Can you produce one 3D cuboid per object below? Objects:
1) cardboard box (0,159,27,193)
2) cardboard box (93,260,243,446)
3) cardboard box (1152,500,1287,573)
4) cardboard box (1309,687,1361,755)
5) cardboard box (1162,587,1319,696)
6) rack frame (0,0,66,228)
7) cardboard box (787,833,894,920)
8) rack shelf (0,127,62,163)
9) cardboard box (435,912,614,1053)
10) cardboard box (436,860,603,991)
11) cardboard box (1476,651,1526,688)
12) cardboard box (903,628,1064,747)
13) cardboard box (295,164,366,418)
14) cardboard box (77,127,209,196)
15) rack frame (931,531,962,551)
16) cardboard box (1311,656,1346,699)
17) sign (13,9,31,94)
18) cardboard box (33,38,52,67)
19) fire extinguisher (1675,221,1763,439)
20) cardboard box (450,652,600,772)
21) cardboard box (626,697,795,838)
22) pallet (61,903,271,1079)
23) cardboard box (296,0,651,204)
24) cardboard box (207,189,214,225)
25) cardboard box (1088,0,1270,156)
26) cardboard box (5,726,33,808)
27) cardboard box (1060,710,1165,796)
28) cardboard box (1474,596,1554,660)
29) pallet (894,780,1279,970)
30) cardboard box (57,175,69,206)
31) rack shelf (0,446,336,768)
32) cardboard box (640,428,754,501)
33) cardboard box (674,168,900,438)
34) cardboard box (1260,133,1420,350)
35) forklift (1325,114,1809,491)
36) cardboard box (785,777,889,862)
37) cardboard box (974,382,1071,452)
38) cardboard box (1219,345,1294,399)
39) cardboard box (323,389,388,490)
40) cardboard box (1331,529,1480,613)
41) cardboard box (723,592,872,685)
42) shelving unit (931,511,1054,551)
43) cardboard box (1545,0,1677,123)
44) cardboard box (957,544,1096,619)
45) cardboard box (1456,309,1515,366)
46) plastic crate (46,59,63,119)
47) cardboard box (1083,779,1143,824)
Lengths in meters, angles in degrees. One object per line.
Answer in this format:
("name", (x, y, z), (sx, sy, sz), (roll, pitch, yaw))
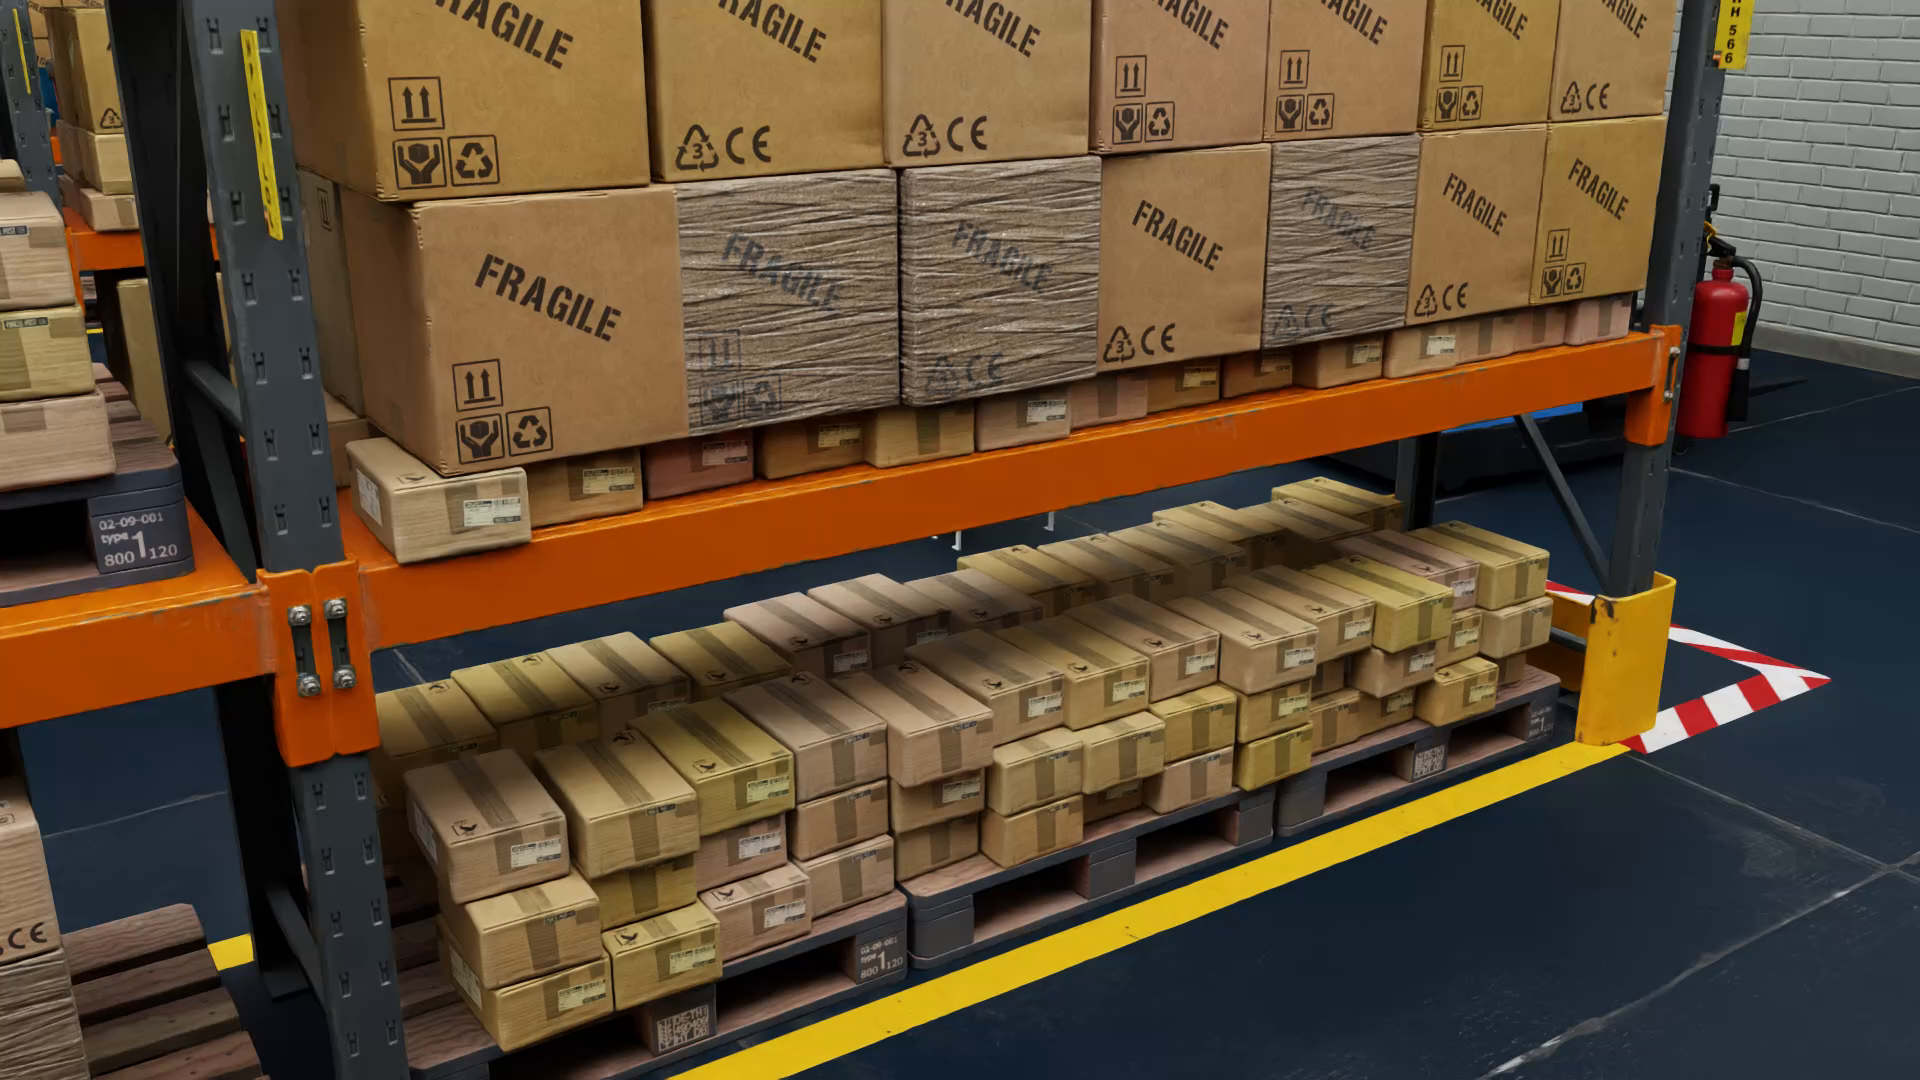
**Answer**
("cardboard box", (-2.016, -0.666, 3.339), (0.250, 0.149, 0.380), (-11, 21, -29))
("cardboard box", (-3.482, -0.883, 7.834), (0.875, 0.875, 0.875), (-12, 22, -31))
("cardboard box", (0.838, 0.007, 5.408), (0.250, 0.149, 0.380), (-12, 22, -32))
("cardboard box", (0.956, 0.488, 4.915), (0.250, 0.149, 0.380), (-12, 22, -31))
("cardboard box", (0.772, 0.275, 4.615), (0.250, 0.149, 0.380), (-11, 22, -29))
("rack frame", (-4.077, -1.595, 7.280), (0.127, 3.000, 1.000), (-12, 22, -31))
("cardboard box", (-0.367, 0.760, 4.109), (0.250, 0.149, 0.380), (-12, 22, -33))
("rack shelf", (-5.131, -2.932, 12.356), (4.000, 0.370, 1.077), (-12, 22, -31))
("cardboard box", (-0.953, 0.923, 3.628), (0.250, 0.149, 0.380), (-13, 23, -34))
("cardboard box", (-0.955, 0.782, 3.580), (0.250, 0.149, 0.380), (-11, 21, -29))
("cardboard box", (1.582, 0.345, 5.337), (0.250, 0.149, 0.380), (-11, 22, -30))
("cardboard box", (0.060, 0.378, 4.309), (0.250, 0.149, 0.380), (-13, 23, -34))
("cardboard box", (-1.185, -0.600, 3.715), (0.500, 0.500, 0.500), (-12, 22, -31))
("cardboard box", (-3.541, -1.678, 7.294), (0.500, 0.250, 0.500), (-12, 22, -32))
("rack frame", (-0.066, -0.555, 7.012), (0.015, 1.200, 0.240), (-12, 22, -31))
("cardboard box", (0.909, 0.336, 4.897), (0.250, 0.149, 0.380), (-12, 22, -32))
("sign", (-3.770, -1.963, 6.683), (0.005, 0.325, 0.100), (-12, 22, -31))
("cardboard box", (-8.521, -4.401, 15.423), (0.500, 0.500, 0.500), (-11, 22, -30))
("fire extinguisher", (2.371, -0.663, 5.225), (0.183, 0.674, 0.296), (-12, 22, -31))
("cardboard box", (-1.088, 0.431, 4.153), (0.250, 0.149, 0.380), (-12, 22, -31))
("cardboard box", (-0.585, 0.523, 3.880), (0.250, 0.149, 0.380), (-12, 22, -32))
("pallet", (-2.083, 1.208, 3.343), (1.213, 0.211, 1.003), (-12, 22, -31))
("cardboard box", (-0.923, -0.927, 3.122), (0.500, 0.500, 0.500), (-11, 22, -30))
("cardboard box", (-3.428, -1.486, 7.348), (0.250, 0.149, 0.380), (-13, 22, -33))
("cardboard box", (0.369, -1.193, 3.908), (0.500, 0.500, 0.500), (-13, 23, -33))
("cardboard box", (-2.196, 0.439, 3.340), (0.500, 0.250, 0.500), (-13, 23, -34))
("cardboard box", (0.326, 0.507, 4.392), (0.250, 0.149, 0.380), (-12, 22, -31))
("cardboard box", (1.623, 0.225, 5.228), (0.250, 0.149, 0.380), (-13, 22, -33))
("pallet", (0.128, 0.726, 4.767), (1.213, 0.211, 1.003), (-12, 22, -31))
("cardboard box", (-8.576, -3.489, 16.392), (0.500, 0.311, 0.500), (-12, 22, -31))
("rack shelf", (-3.104, 0.442, 2.376), (4.000, 0.370, 1.077), (-12, 22, -31))
("cardboard box", (-0.648, -0.221, 3.606), (0.250, 0.149, 0.380), (-13, 23, -34))
("cardboard box", (-0.472, -0.548, 3.562), (0.500, 0.500, 0.500), (-12, 22, -31))
("cardboard box", (0.822, -0.814, 4.350), (0.500, 0.500, 0.500), (-12, 22, -31))
("forklift", (3.203, -1.936, 8.394), (3.031, 2.935, 1.130), (-10, 21, -26))
("cardboard box", (-0.382, 0.614, 4.077), (0.250, 0.149, 0.380), (-13, 23, -34))
("cardboard box", (0.056, -0.339, 3.957), (0.250, 0.149, 0.380), (-11, 21, -29))
("cardboard box", (0.666, -0.500, 4.432), (0.250, 0.149, 0.380), (-13, 23, -34))
("cardboard box", (-1.324, -0.245, 3.677), (0.250, 0.149, 0.380), (-12, 22, -32))
("cardboard box", (1.363, 0.104, 5.119), (0.250, 0.149, 0.380), (-11, 22, -30))
("cardboard box", (-0.449, 0.288, 4.576), (0.250, 0.149, 0.380), (-13, 23, -34))
("shelving unit", (0.138, -0.598, 7.139), (0.503, 1.200, 0.258), (-12, 22, -31))
("cardboard box", (1.662, -1.470, 4.728), (0.500, 0.500, 0.500), (-12, 22, -32))
("cardboard box", (0.194, 0.153, 4.976), (0.250, 0.149, 0.380), (-12, 22, -31))
("cardboard box", (1.361, -0.621, 4.791), (0.250, 0.149, 0.380), (-12, 22, -32))
("plastic crate", (-5.917, -3.069, 11.446), (0.583, 0.464, 0.402), (-12, 22, -31))
("cardboard box", (0.286, 0.616, 4.533), (0.250, 0.149, 0.380), (-11, 22, -30))
